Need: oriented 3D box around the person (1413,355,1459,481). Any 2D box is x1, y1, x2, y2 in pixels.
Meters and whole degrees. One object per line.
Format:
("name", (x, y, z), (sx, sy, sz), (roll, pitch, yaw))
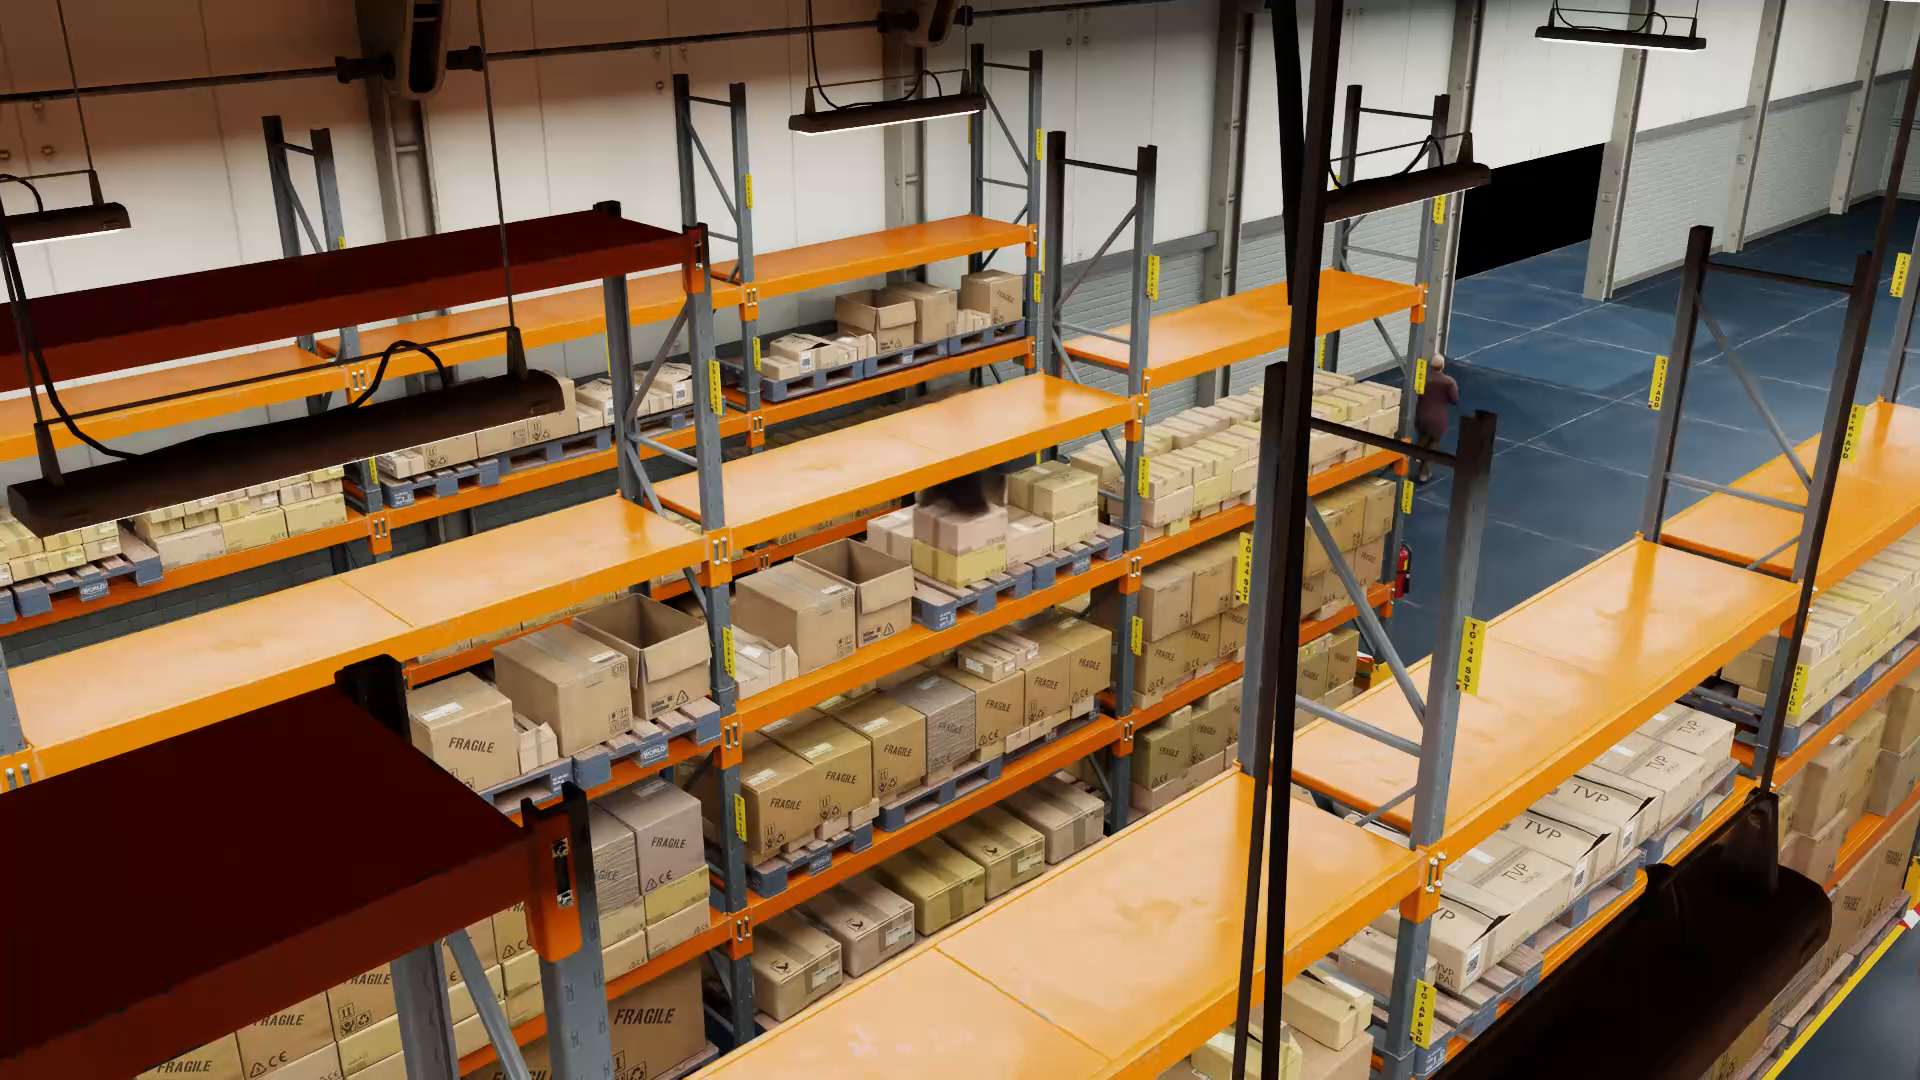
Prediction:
("person", (6.430, -1.692, 22.660), (0.692, 1.772, 0.684), (12, 25, 26))
